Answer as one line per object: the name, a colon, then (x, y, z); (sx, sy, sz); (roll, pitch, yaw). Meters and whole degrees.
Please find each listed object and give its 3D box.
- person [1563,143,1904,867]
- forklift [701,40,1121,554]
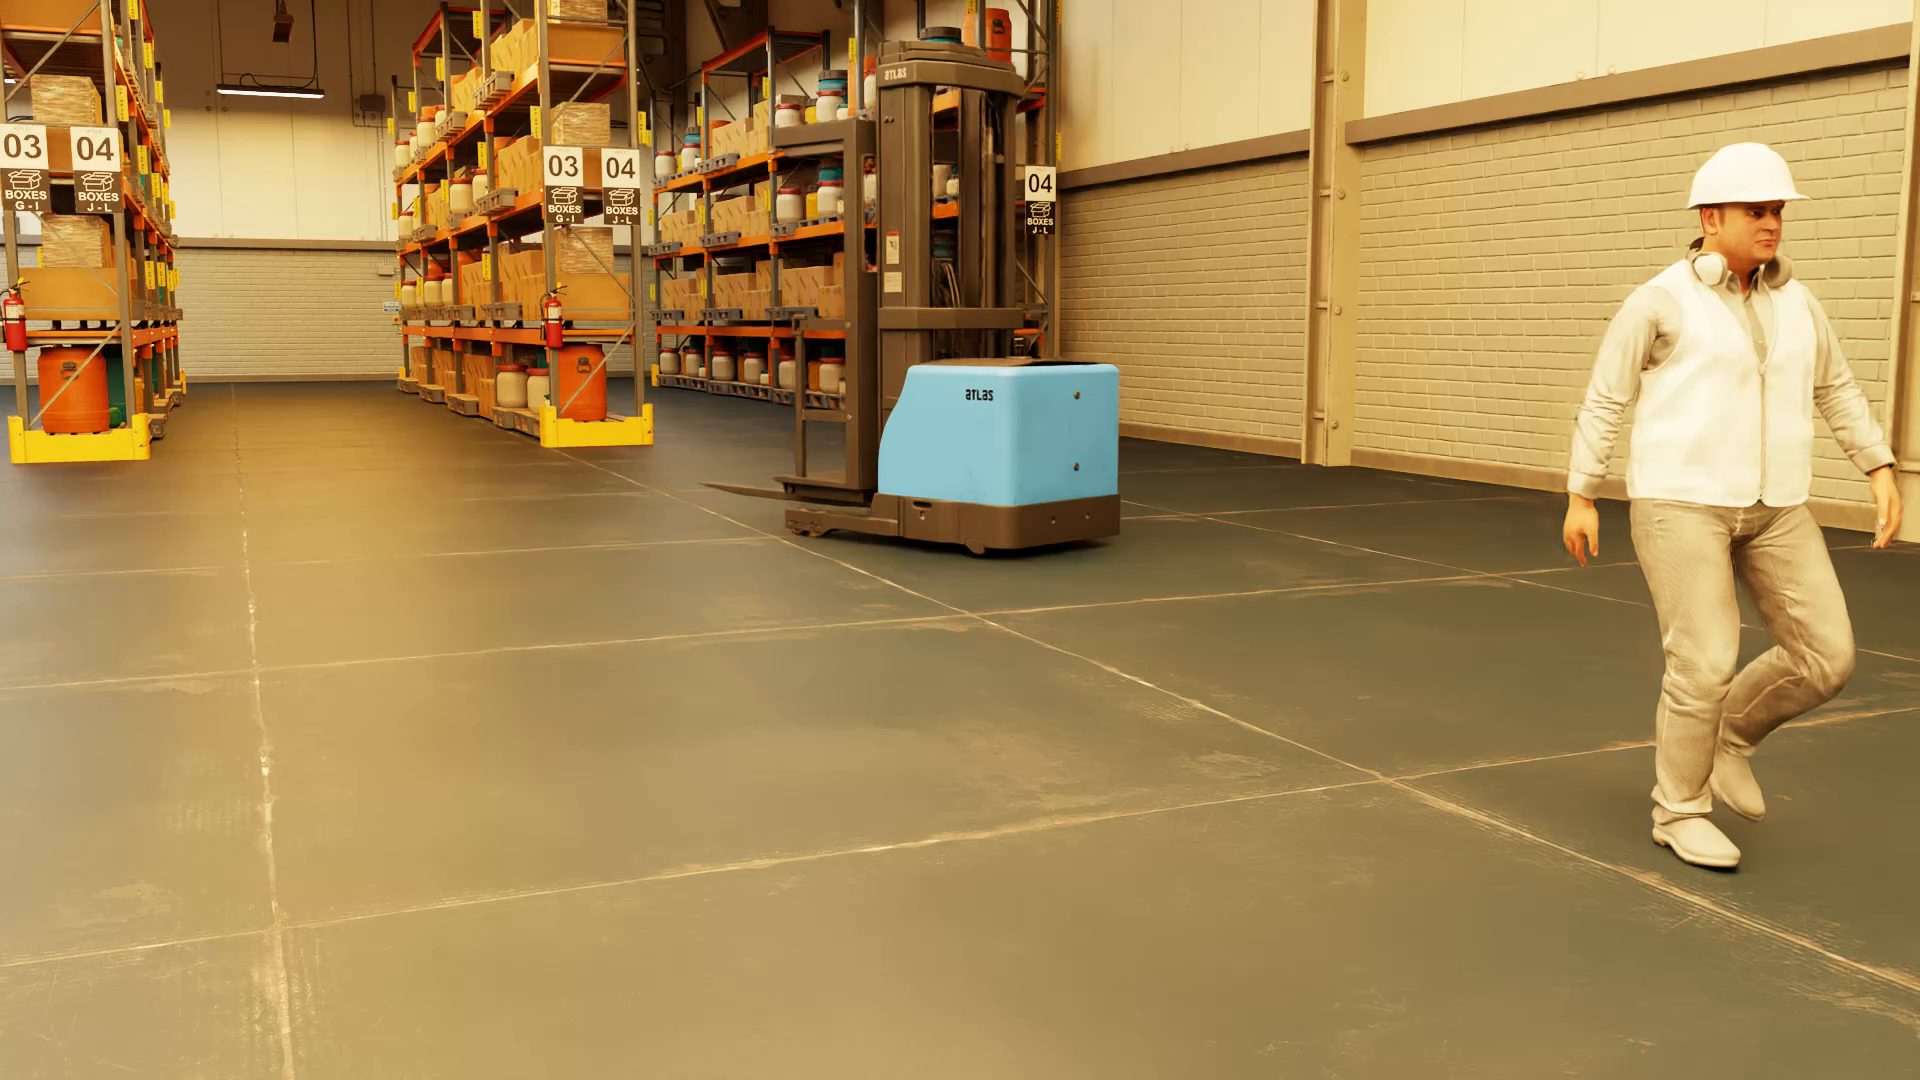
person: (1.907, -0.094, 4.159); (0.724, 1.752, 0.485); (-1, 8, -10)
forklift: (-0.454, -1.511, 10.401); (3.031, 2.935, 1.130); (7, 10, 44)
